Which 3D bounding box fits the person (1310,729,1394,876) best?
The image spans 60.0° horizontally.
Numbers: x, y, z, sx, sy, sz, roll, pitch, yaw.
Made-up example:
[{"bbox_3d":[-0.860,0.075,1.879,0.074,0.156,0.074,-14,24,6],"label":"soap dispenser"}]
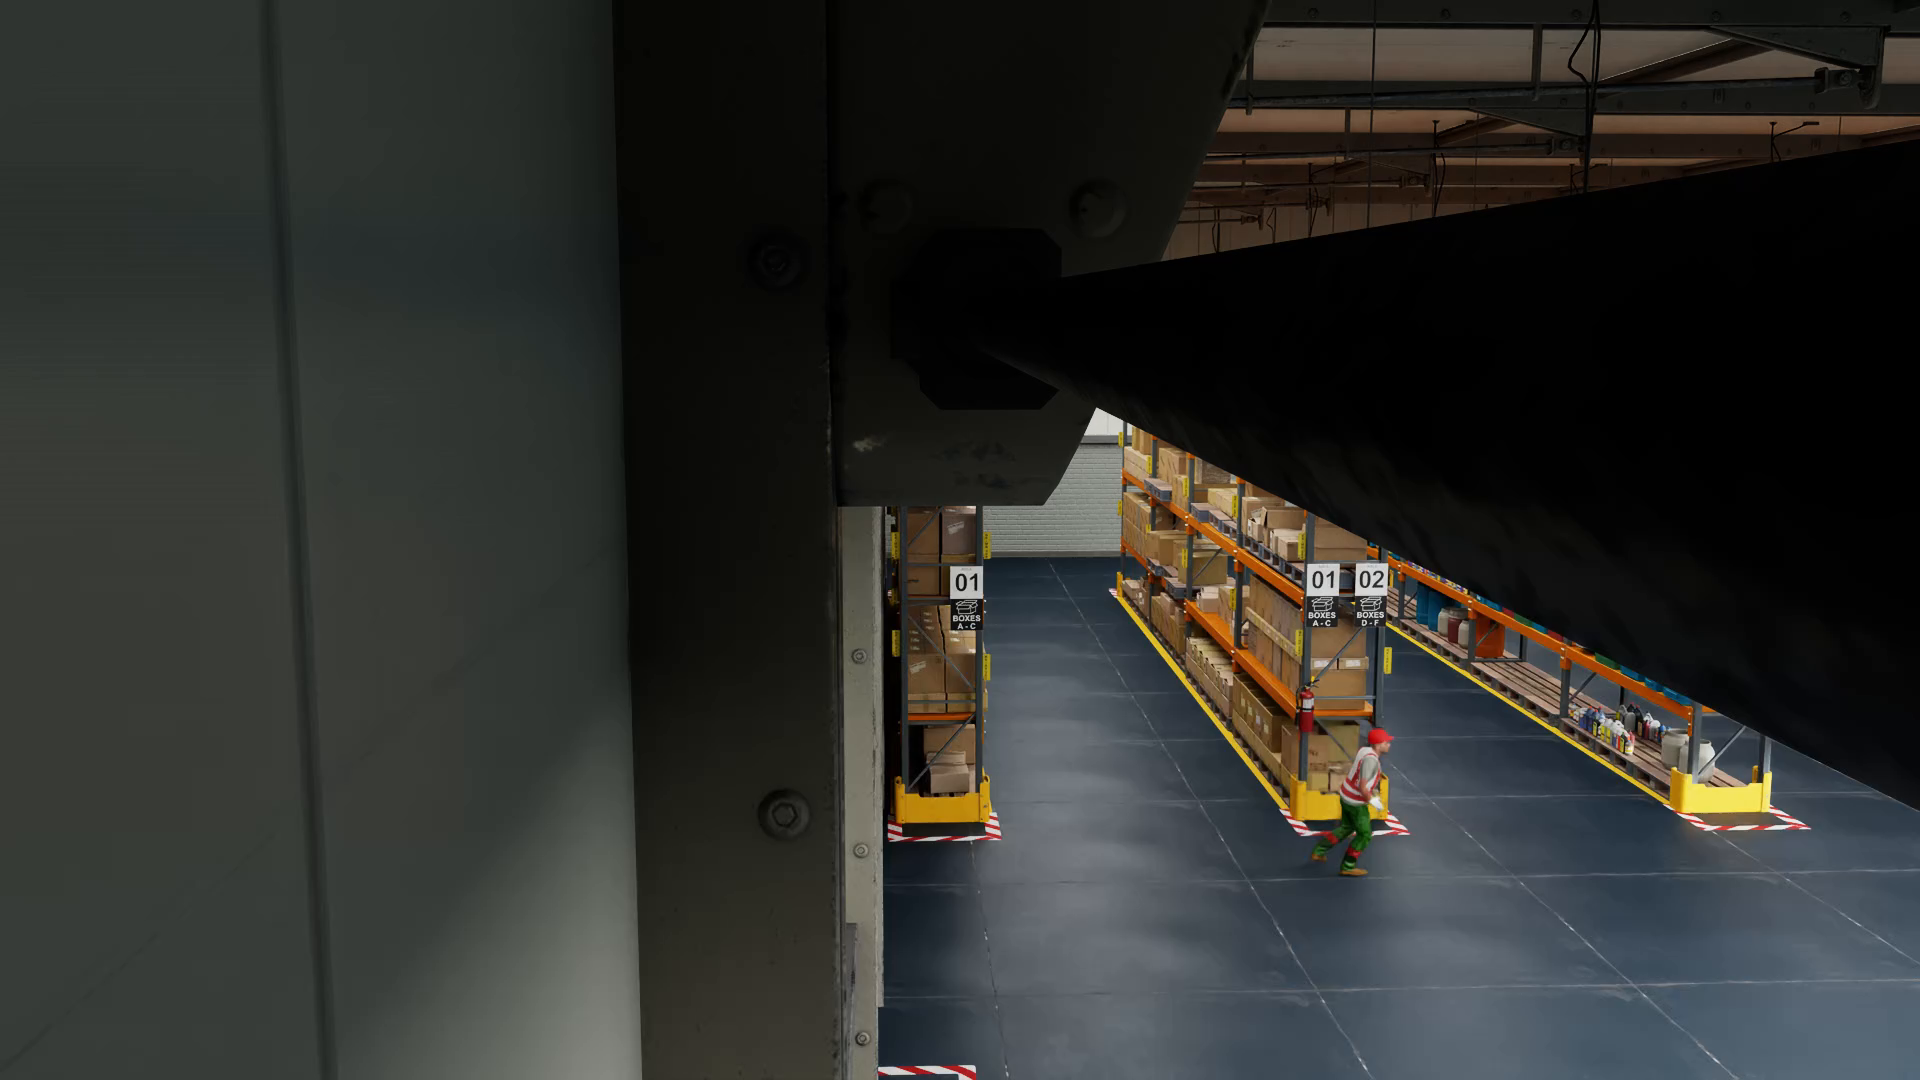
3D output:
[{"bbox_3d":[4.360,2.909,18.509,0.850,1.693,0.637,1,8,5],"label":"person"}]
